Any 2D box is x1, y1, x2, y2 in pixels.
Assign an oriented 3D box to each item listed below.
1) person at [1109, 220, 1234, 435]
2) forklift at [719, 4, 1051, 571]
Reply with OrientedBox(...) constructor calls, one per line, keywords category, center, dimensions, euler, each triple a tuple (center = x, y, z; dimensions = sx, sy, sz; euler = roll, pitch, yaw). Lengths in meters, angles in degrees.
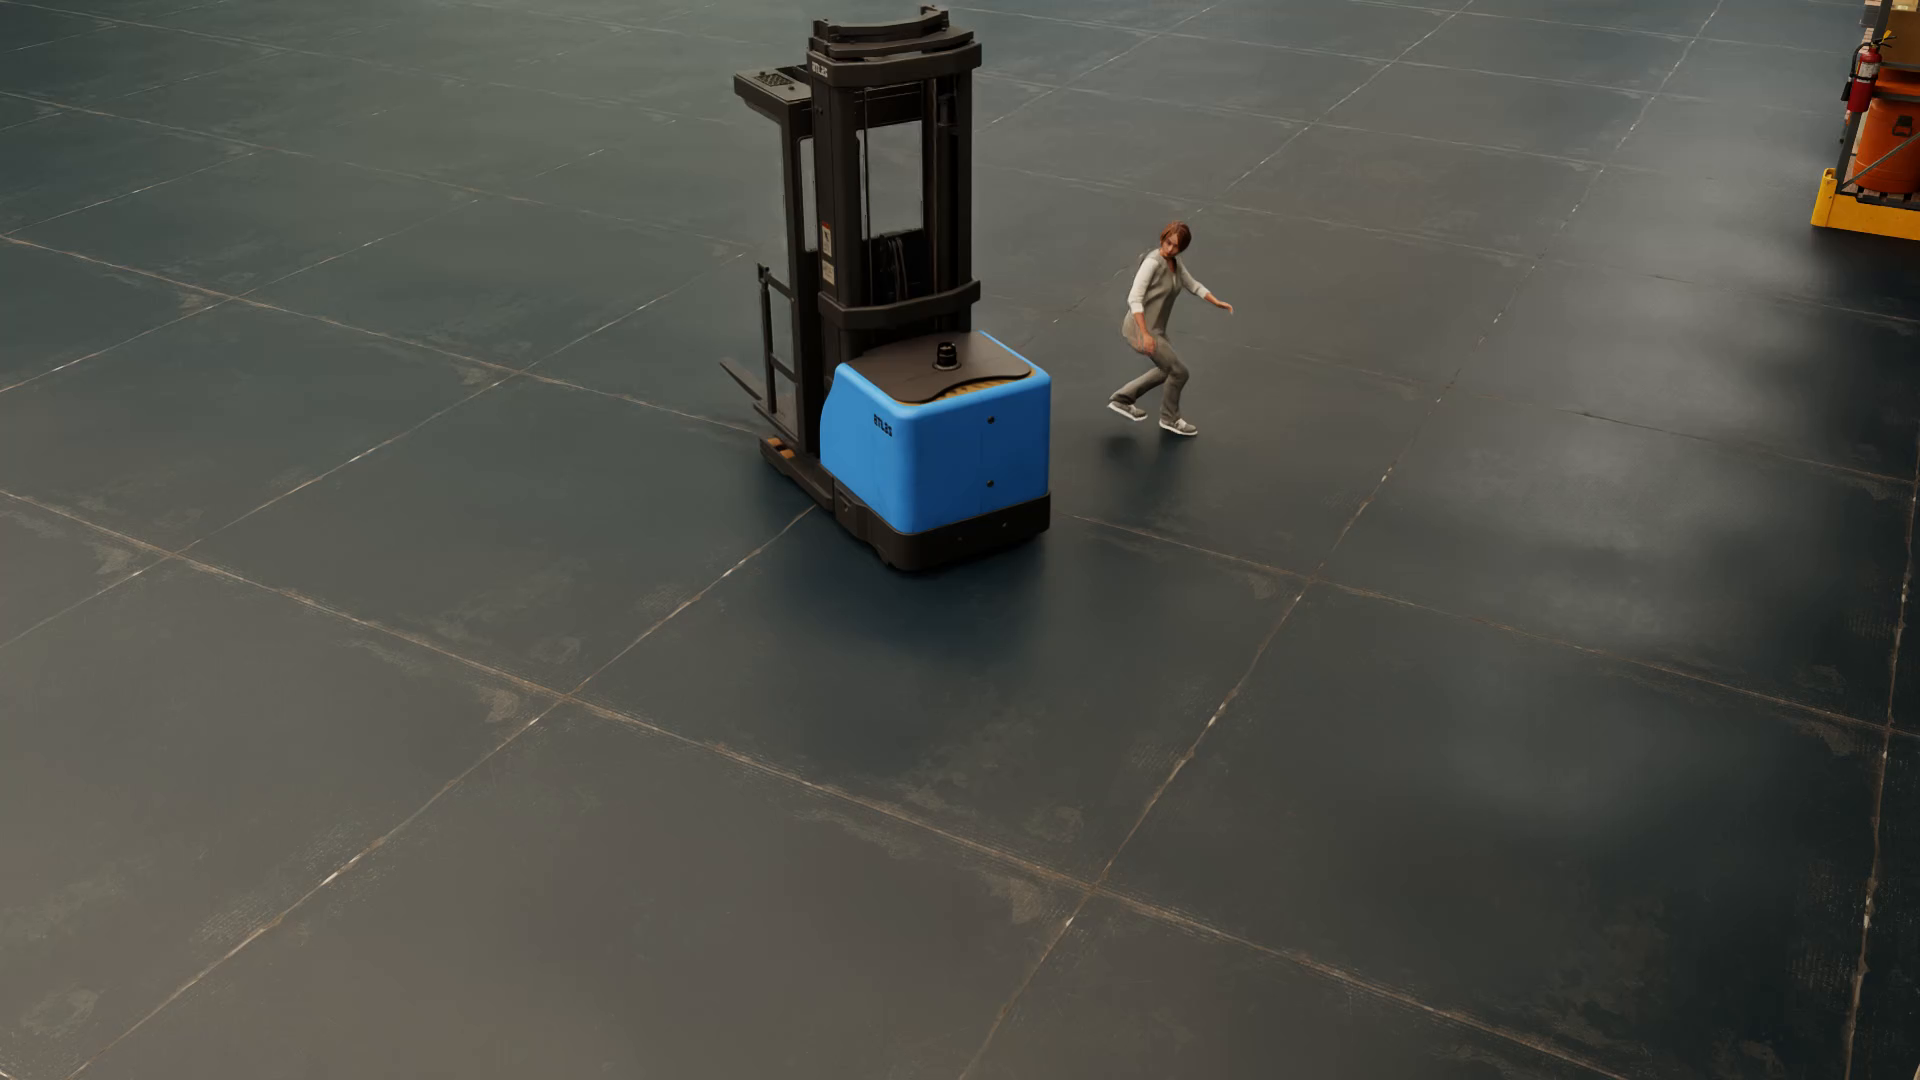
OrientedBox(category="person", center=(1.365, -1.340, 10.866), dimensions=(0.770, 1.478, 0.745), euler=(10, 32, 17))
OrientedBox(category="forklift", center=(-0.647, -1.794, 10.179), dimensions=(1.130, 2.935, 3.031), euler=(-17, 34, -26))
